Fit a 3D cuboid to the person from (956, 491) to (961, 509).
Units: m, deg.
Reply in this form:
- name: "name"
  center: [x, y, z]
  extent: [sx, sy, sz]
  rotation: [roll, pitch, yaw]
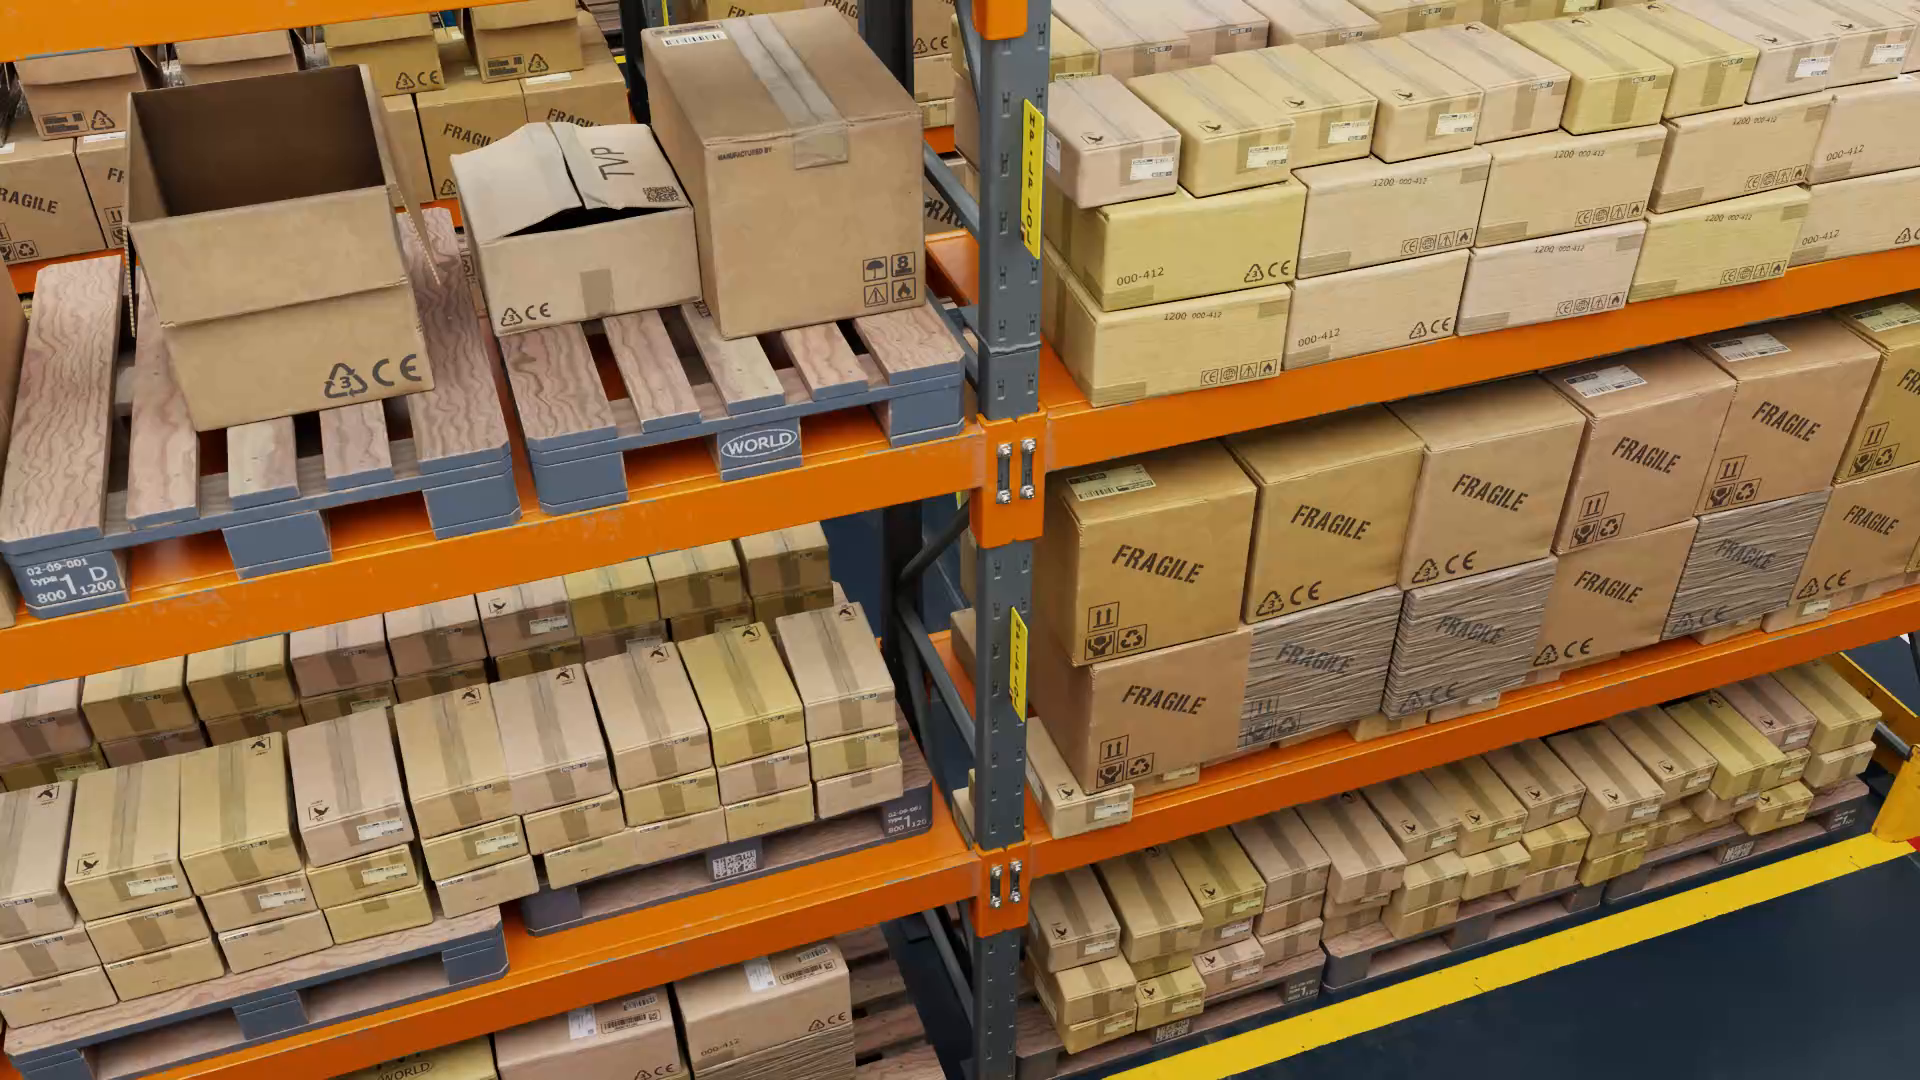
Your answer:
- name: "person"
  center: [0.244, -0.097, 6.875]
  extent: [0.576, 1.767, 0.665]
  rotation: [-8, 38, -10]
